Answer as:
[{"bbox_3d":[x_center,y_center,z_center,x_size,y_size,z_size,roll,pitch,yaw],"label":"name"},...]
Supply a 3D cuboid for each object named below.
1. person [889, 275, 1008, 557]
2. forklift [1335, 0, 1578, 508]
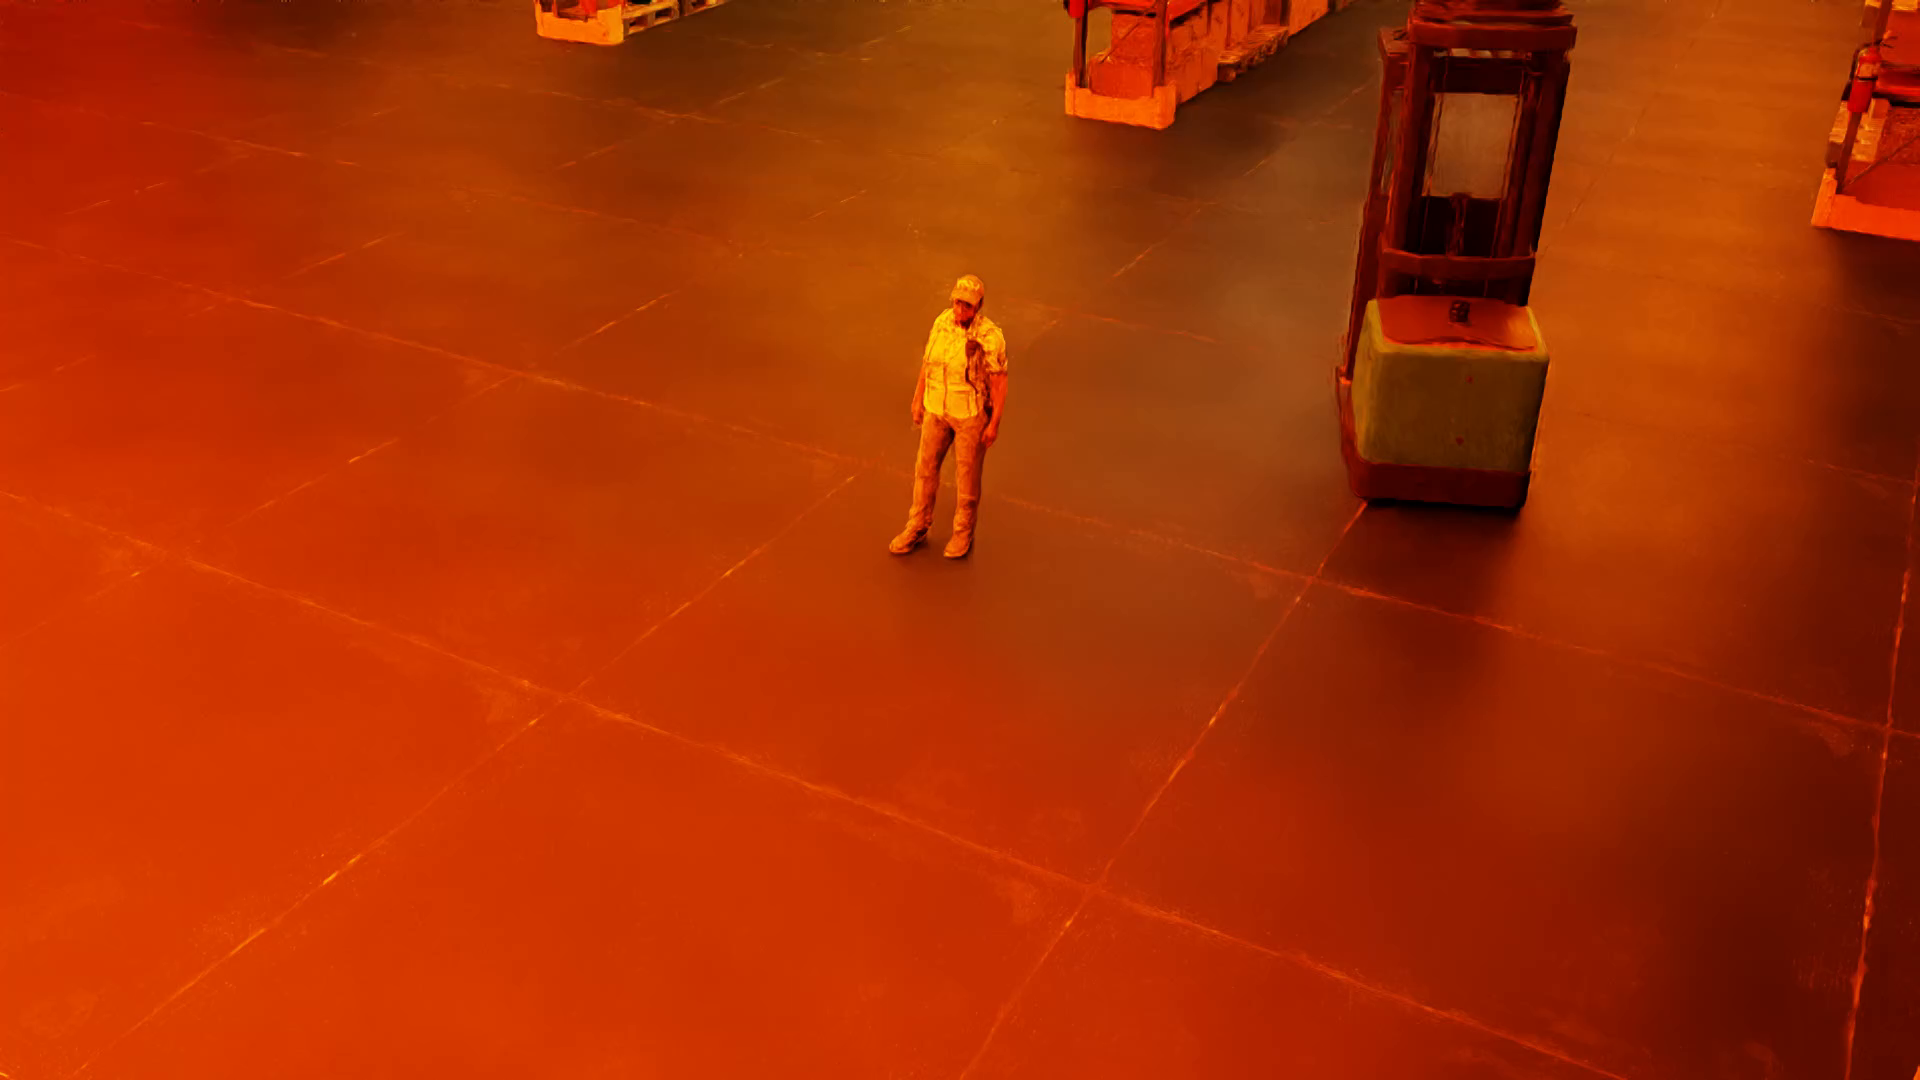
[{"bbox_3d":[-0.057,-0.700,9.534,0.598,1.669,0.529,15,33,25],"label":"person"},{"bbox_3d":[3.192,-2.185,10.857,1.130,2.935,3.031,4,30,8],"label":"forklift"}]
